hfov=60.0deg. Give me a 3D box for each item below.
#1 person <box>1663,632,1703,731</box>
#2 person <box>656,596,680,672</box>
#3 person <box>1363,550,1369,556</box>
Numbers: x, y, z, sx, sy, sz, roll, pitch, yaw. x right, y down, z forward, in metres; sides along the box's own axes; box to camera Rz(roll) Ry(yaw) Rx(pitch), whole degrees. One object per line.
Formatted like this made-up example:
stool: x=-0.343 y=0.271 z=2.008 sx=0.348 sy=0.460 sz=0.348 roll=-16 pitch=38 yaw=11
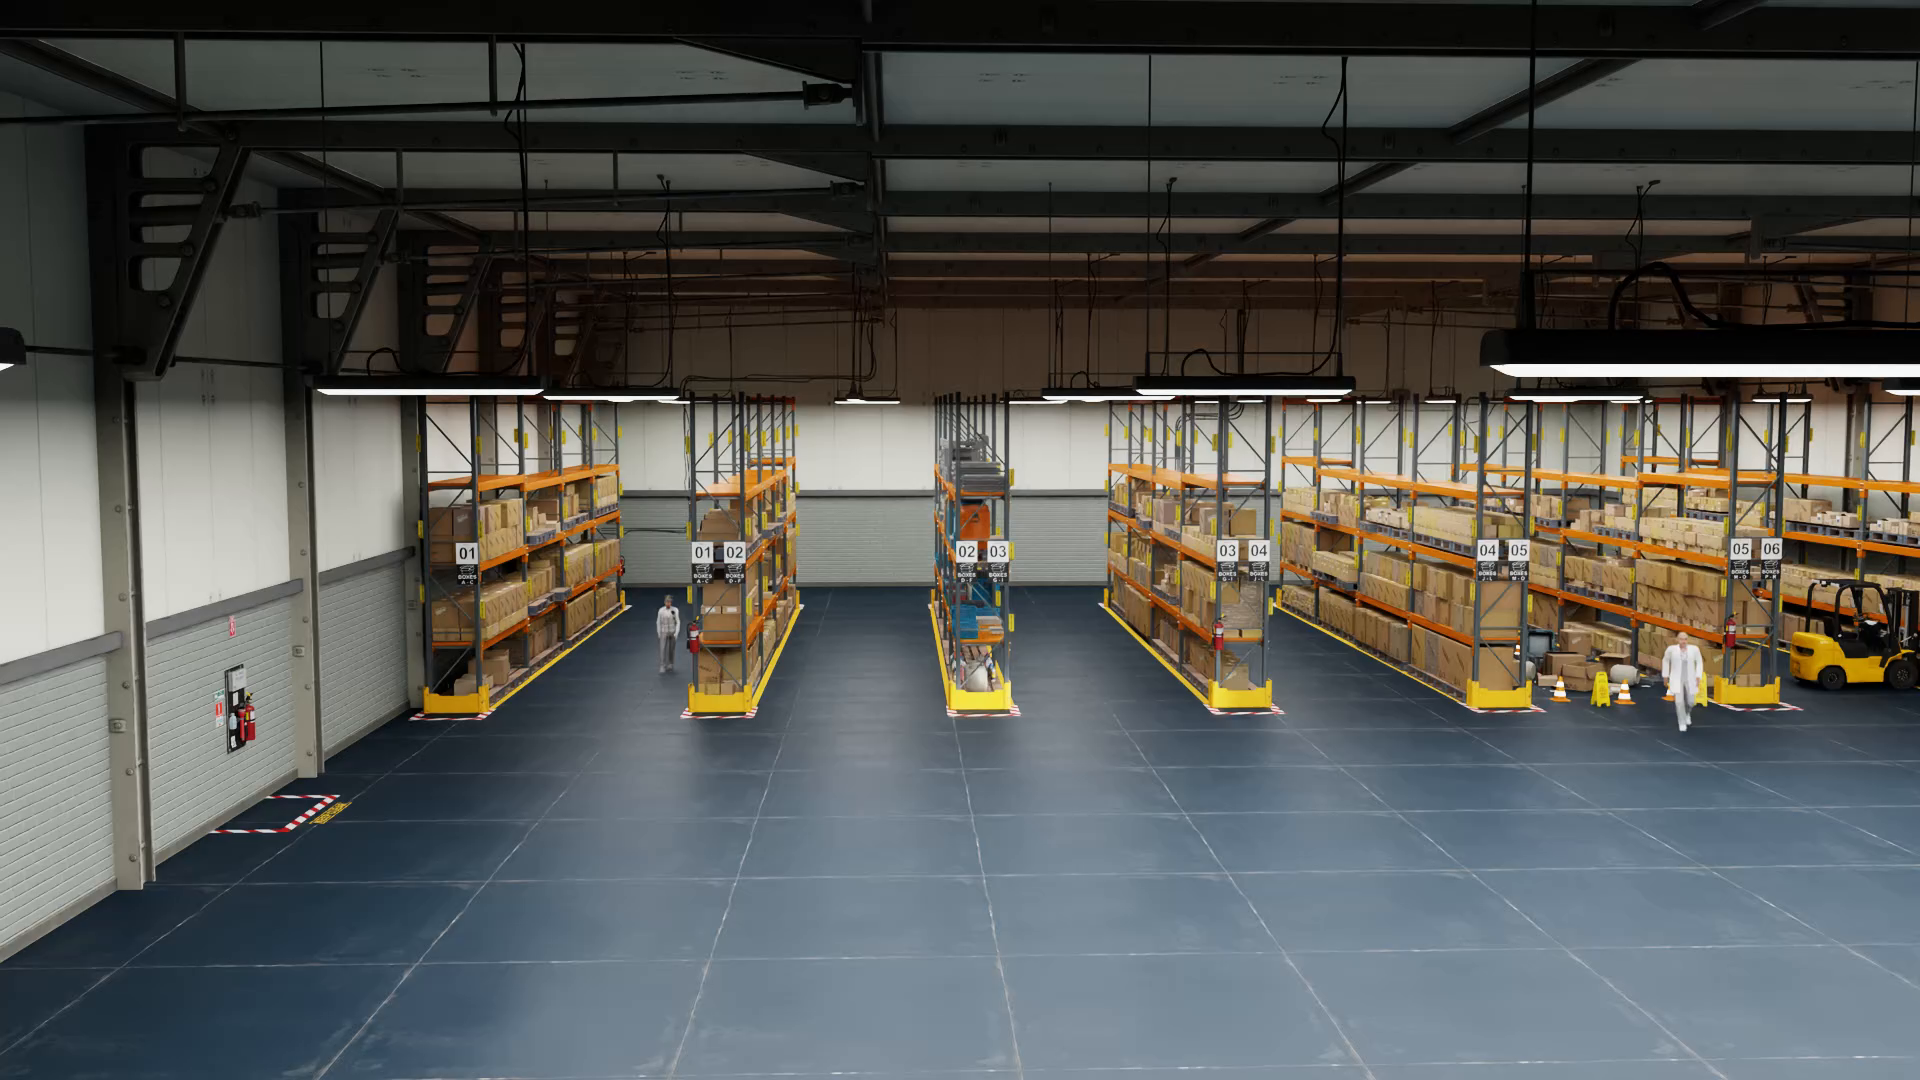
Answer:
person: x=12.851 y=2.484 z=29.618 sx=0.636 sy=1.754 sz=0.750 roll=1 pitch=5 yaw=14
person: x=-6.297 y=2.006 z=35.957 sx=0.497 sy=1.628 sz=0.941 roll=-1 pitch=5 yaw=-15
person: x=11.289 y=1.167 z=45.956 sx=0.599 sy=1.766 sz=0.518 roll=0 pitch=5 yaw=-2
